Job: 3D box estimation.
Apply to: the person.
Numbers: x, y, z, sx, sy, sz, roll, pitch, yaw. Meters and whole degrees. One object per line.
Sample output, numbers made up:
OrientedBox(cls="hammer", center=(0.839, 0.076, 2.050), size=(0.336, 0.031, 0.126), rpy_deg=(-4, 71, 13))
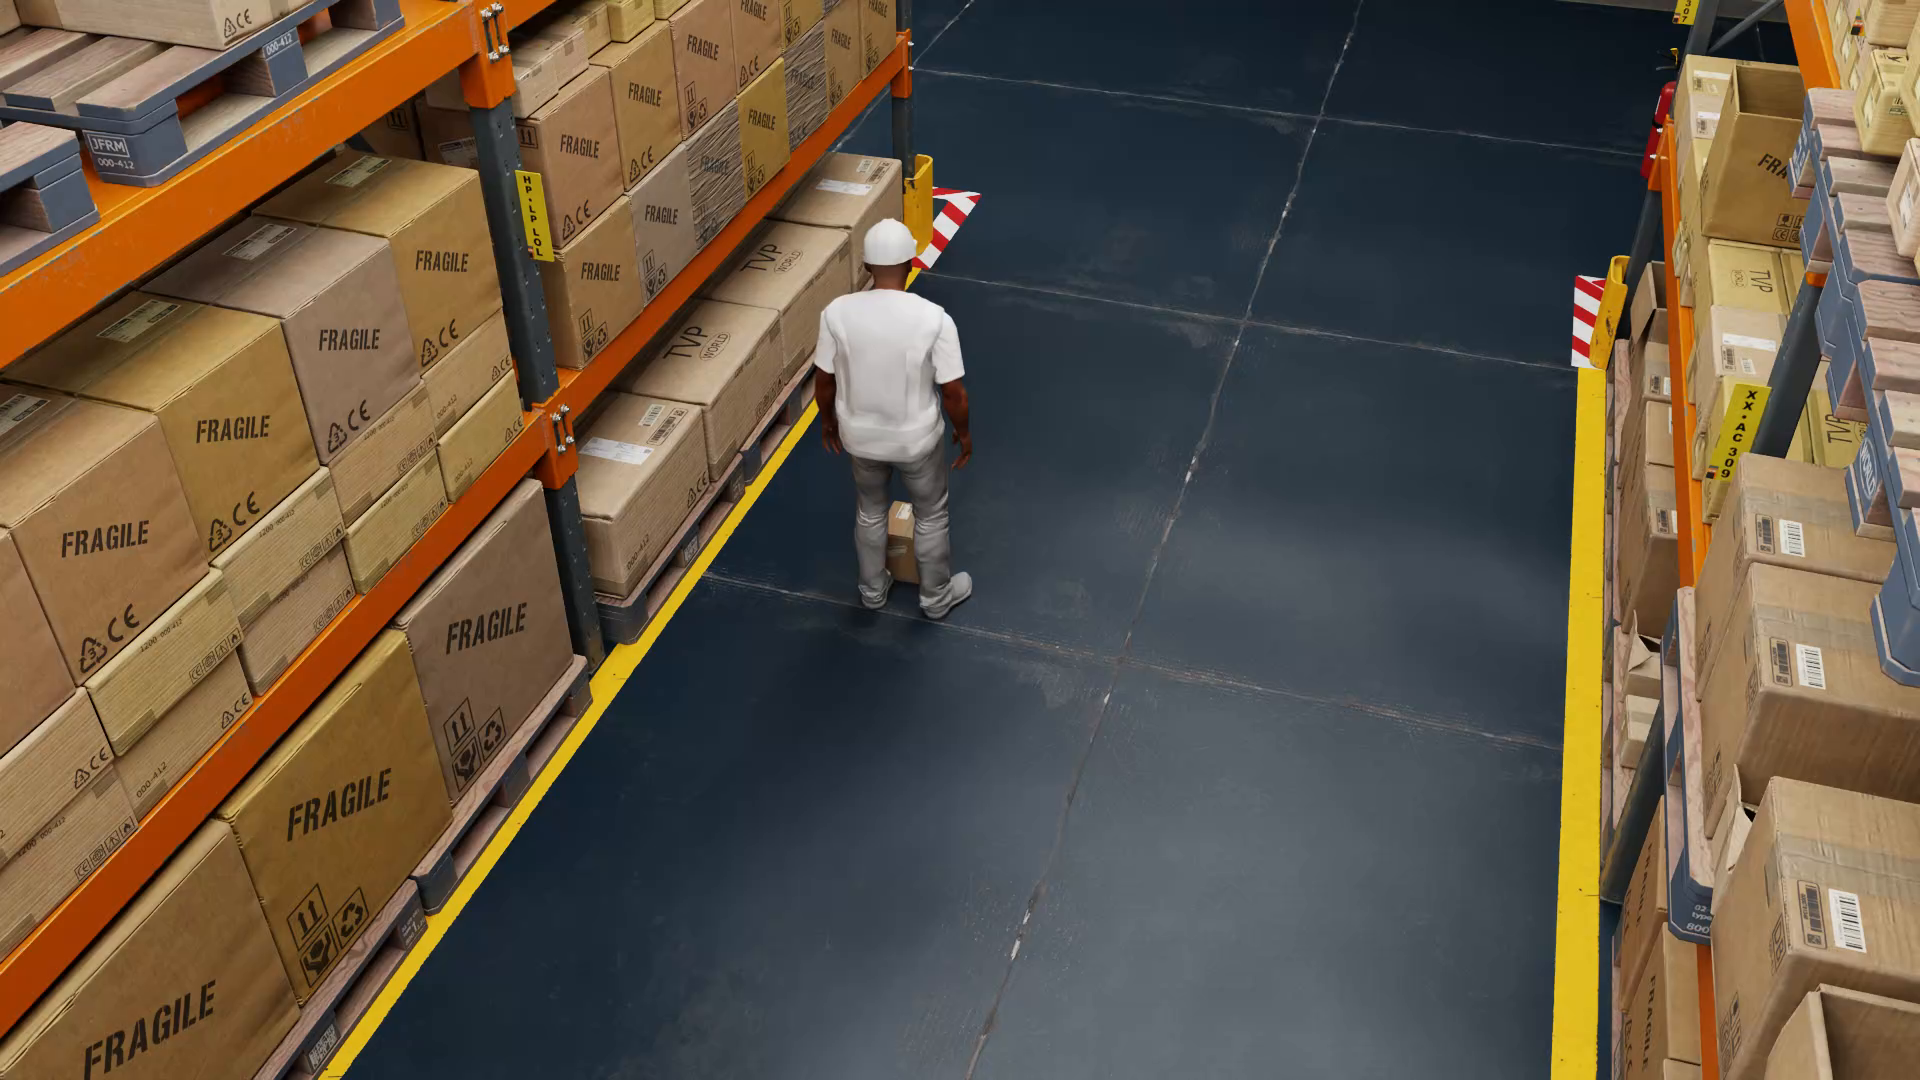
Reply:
OrientedBox(cls="person", center=(-0.263, -0.457, 6.746), size=(0.634, 1.759, 0.461), rpy_deg=(8, 38, 11))
